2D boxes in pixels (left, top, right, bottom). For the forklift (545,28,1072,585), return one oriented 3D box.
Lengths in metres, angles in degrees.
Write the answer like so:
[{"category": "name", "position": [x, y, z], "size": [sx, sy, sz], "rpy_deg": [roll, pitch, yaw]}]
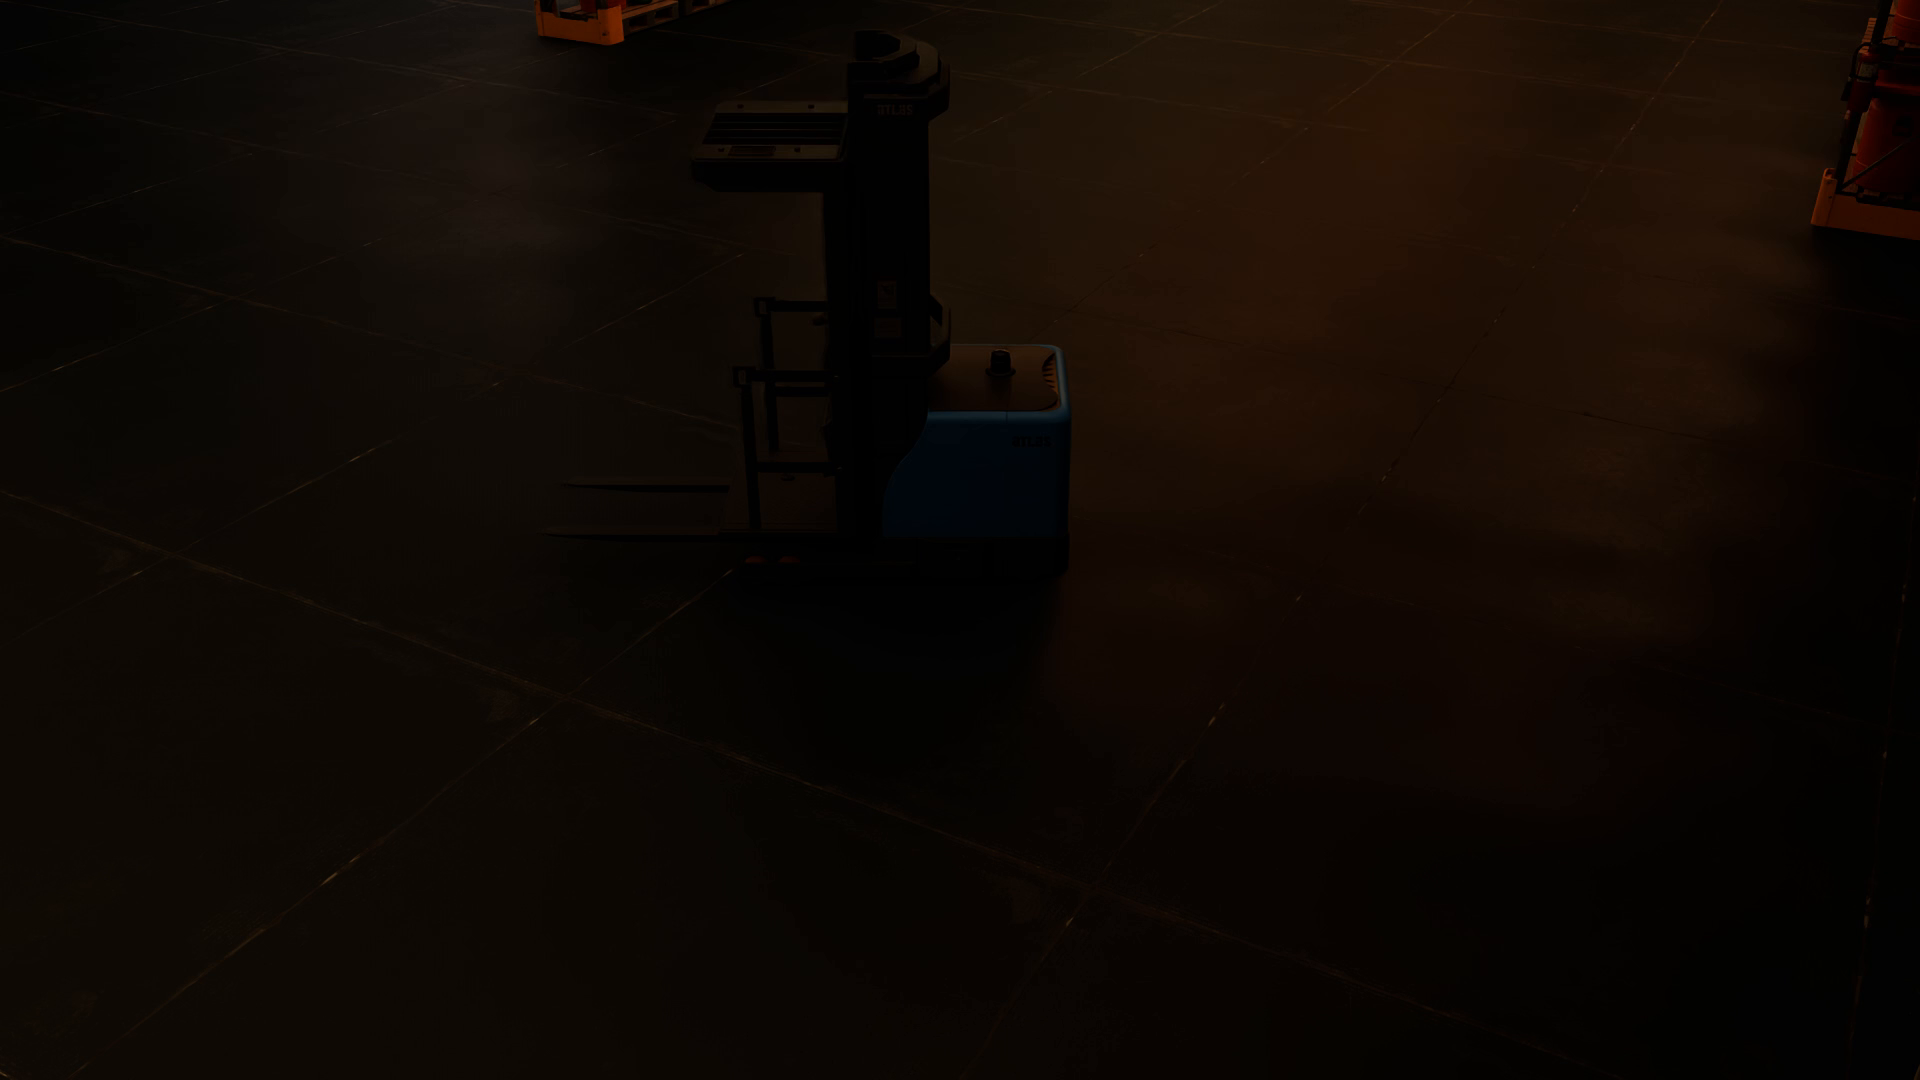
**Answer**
[{"category": "forklift", "position": [-0.886, -1.273, 9.277], "size": [3.031, 2.935, 1.130], "rpy_deg": [0, 30, 0]}]
